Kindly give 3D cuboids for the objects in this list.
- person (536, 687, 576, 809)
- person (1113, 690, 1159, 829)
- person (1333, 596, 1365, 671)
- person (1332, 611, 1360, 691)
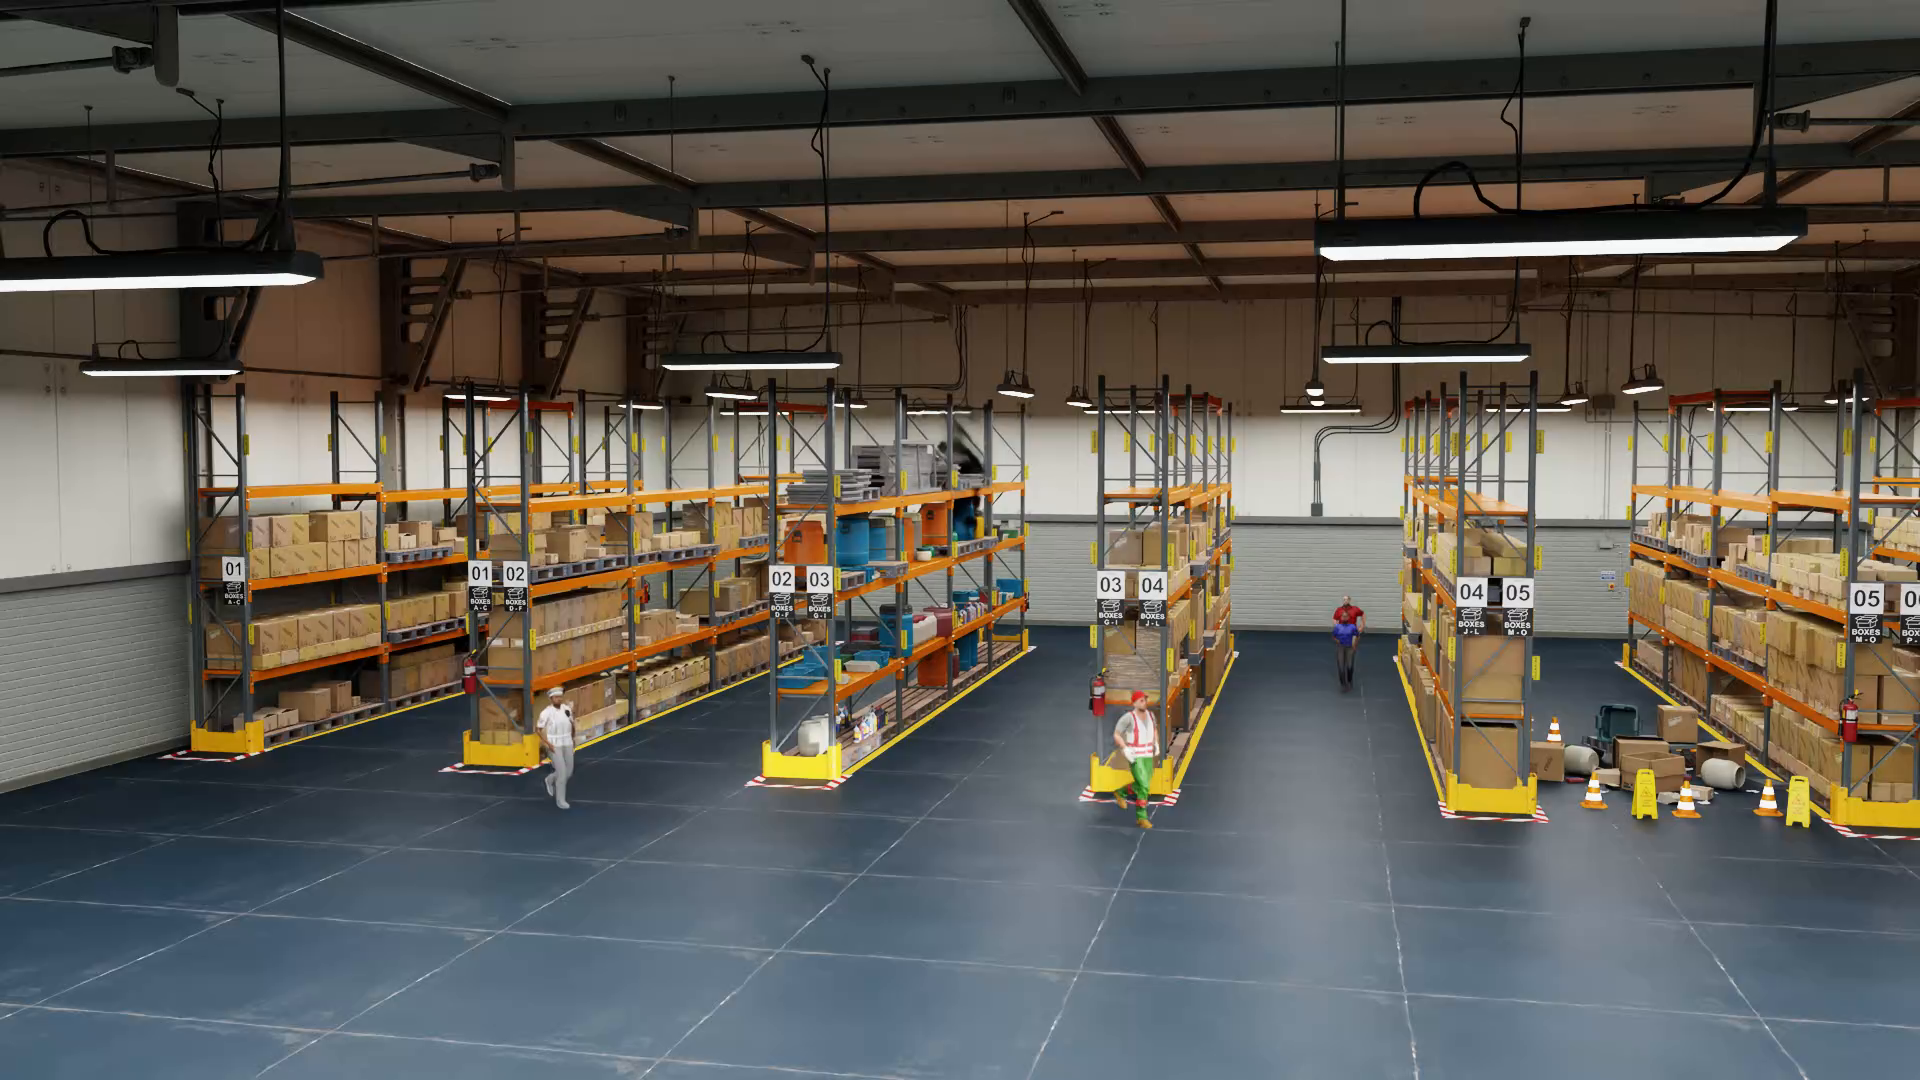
[{"bbox_3d":[-5.593,2.859,23.090,0.576,1.683,0.591,-3,4,-43],"label":"person"},{"bbox_3d":[2.322,2.866,22.014,0.670,1.790,0.786,-2,4,-36],"label":"person"},{"bbox_3d":[8.557,2.065,36.642,0.688,1.678,0.706,1,3,18],"label":"person"},{"bbox_3d":[7.788,2.260,33.632,0.530,1.618,0.572,1,3,16],"label":"person"}]
